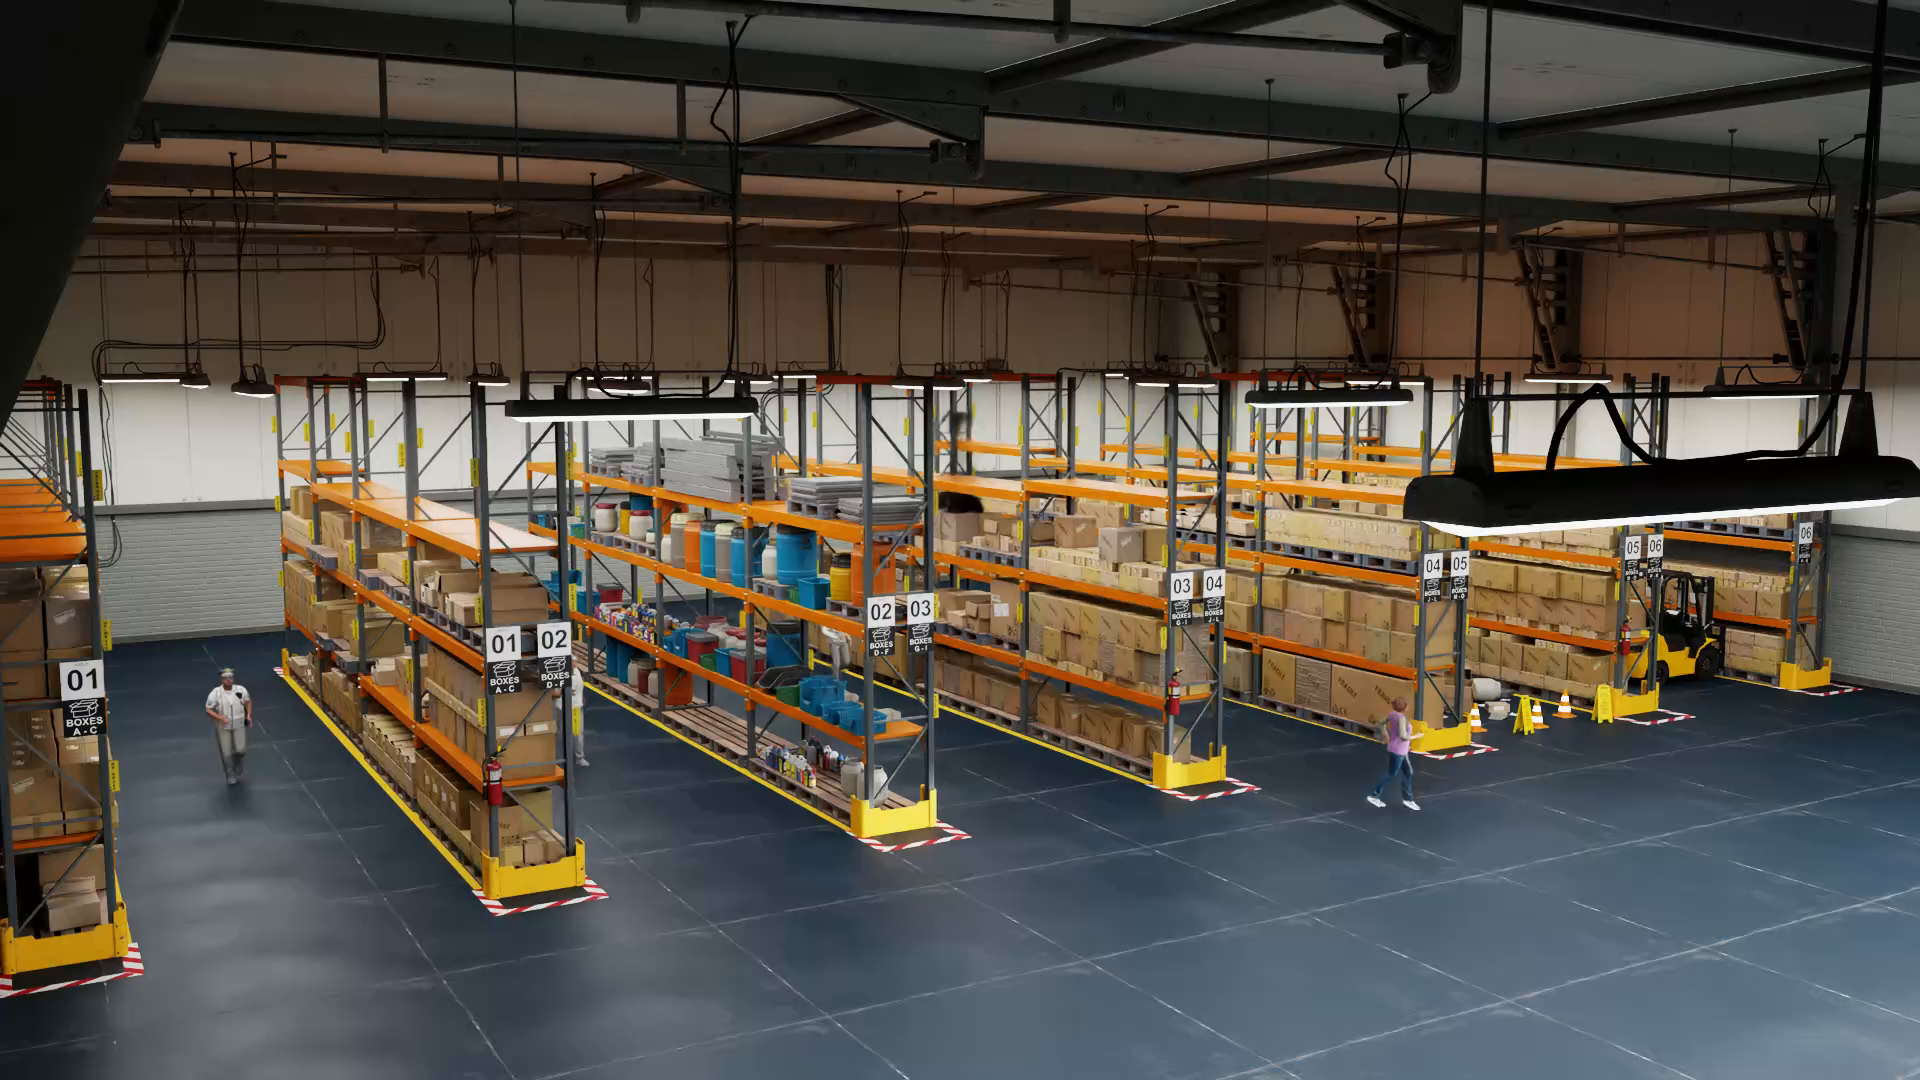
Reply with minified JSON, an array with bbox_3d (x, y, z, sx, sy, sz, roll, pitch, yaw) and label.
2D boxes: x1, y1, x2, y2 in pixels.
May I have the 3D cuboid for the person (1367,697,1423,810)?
[{"bbox_3d":[6.075,2.989,23.201,0.757,1.630,0.528,1,6,7],"label":"person"}]

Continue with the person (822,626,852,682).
[{"bbox_3d":[-2.212,1.894,30.484,0.612,1.662,0.485,-4,7,-32],"label":"person"}]

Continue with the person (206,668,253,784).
[{"bbox_3d":[-10.848,2.765,24.749,0.658,1.743,0.593,-4,7,-31],"label":"person"}]

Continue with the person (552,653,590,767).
[{"bbox_3d":[-6.099,2.607,25.862,0.926,1.751,0.719,5,8,40],"label":"person"}]
